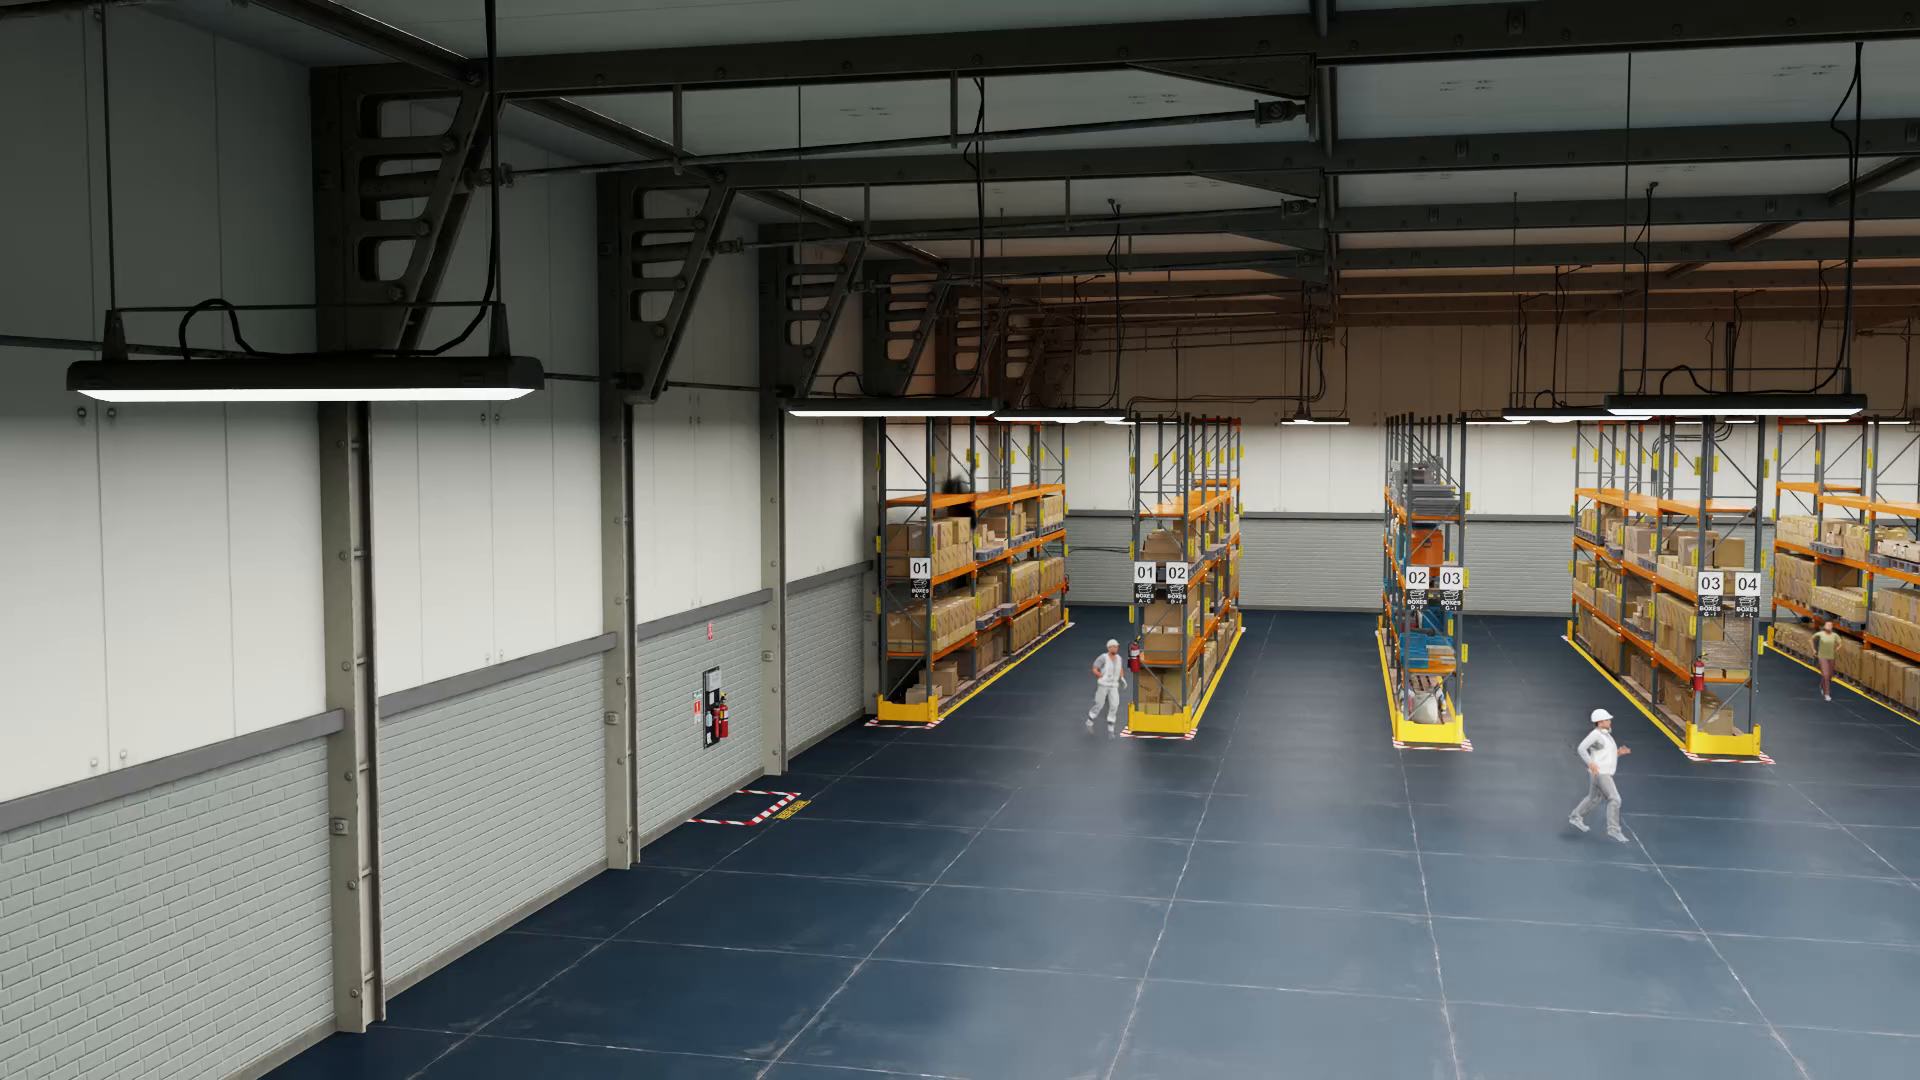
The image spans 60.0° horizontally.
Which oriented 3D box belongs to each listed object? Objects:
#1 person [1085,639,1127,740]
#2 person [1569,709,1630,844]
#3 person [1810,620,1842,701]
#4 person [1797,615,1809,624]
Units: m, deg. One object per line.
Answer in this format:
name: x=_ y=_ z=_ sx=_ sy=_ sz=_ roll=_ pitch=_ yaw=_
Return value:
person: x=2.777 y=2.736 z=30.773 sx=0.725 sy=1.796 sz=0.864 roll=-2 pitch=4 yaw=-24
person: x=8.910 y=3.261 z=23.136 sx=0.822 sy=1.822 sz=0.628 roll=2 pitch=4 yaw=29
person: x=18.262 y=2.505 z=35.035 sx=0.592 sy=1.664 sz=0.833 roll=1 pitch=4 yaw=10
person: x=22.751 y=1.977 z=44.668 sx=0.656 sy=1.485 sz=0.491 roll=-4 pitch=5 yaw=-44
